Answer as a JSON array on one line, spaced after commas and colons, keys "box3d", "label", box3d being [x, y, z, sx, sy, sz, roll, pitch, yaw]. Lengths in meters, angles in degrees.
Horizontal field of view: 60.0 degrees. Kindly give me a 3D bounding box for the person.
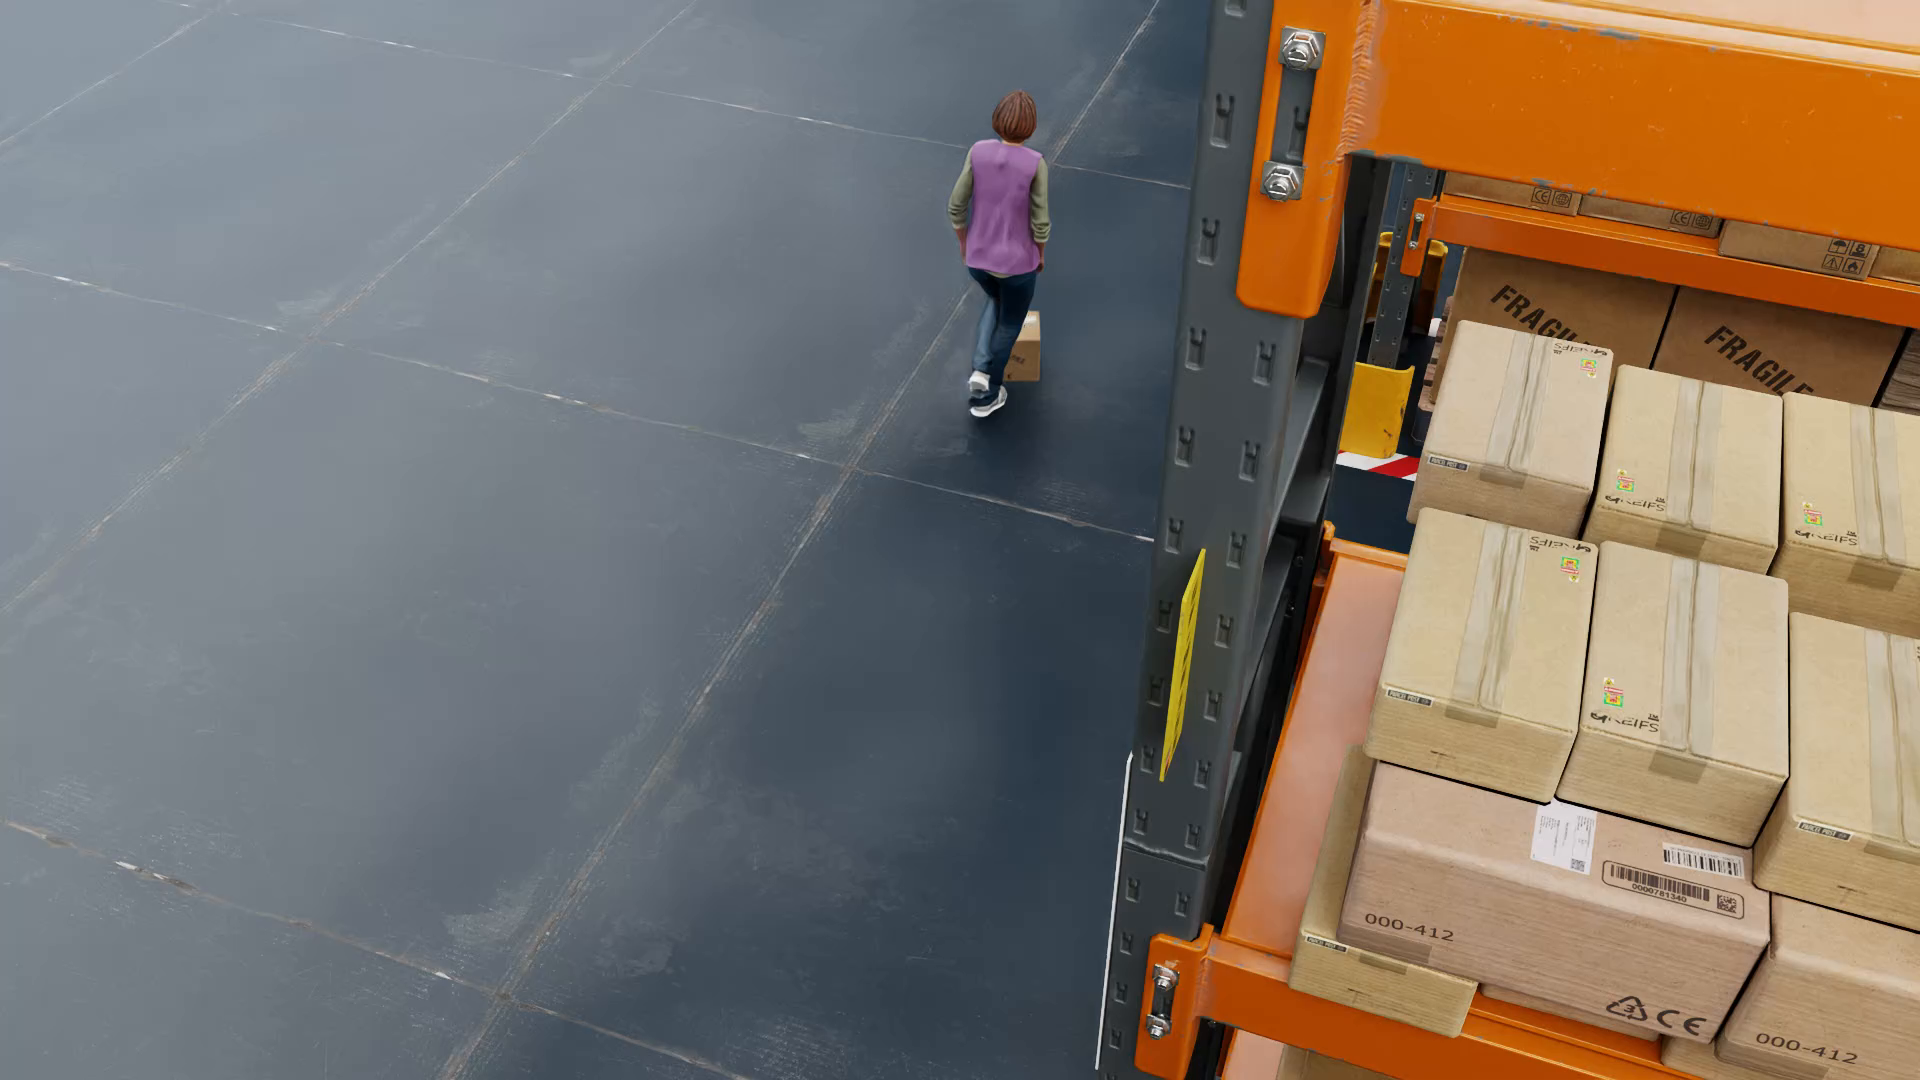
[{"box3d": [0.175, -1.274, 7.599, 0.484, 1.557, 0.481, 18, 45, 19], "label": "person"}]
